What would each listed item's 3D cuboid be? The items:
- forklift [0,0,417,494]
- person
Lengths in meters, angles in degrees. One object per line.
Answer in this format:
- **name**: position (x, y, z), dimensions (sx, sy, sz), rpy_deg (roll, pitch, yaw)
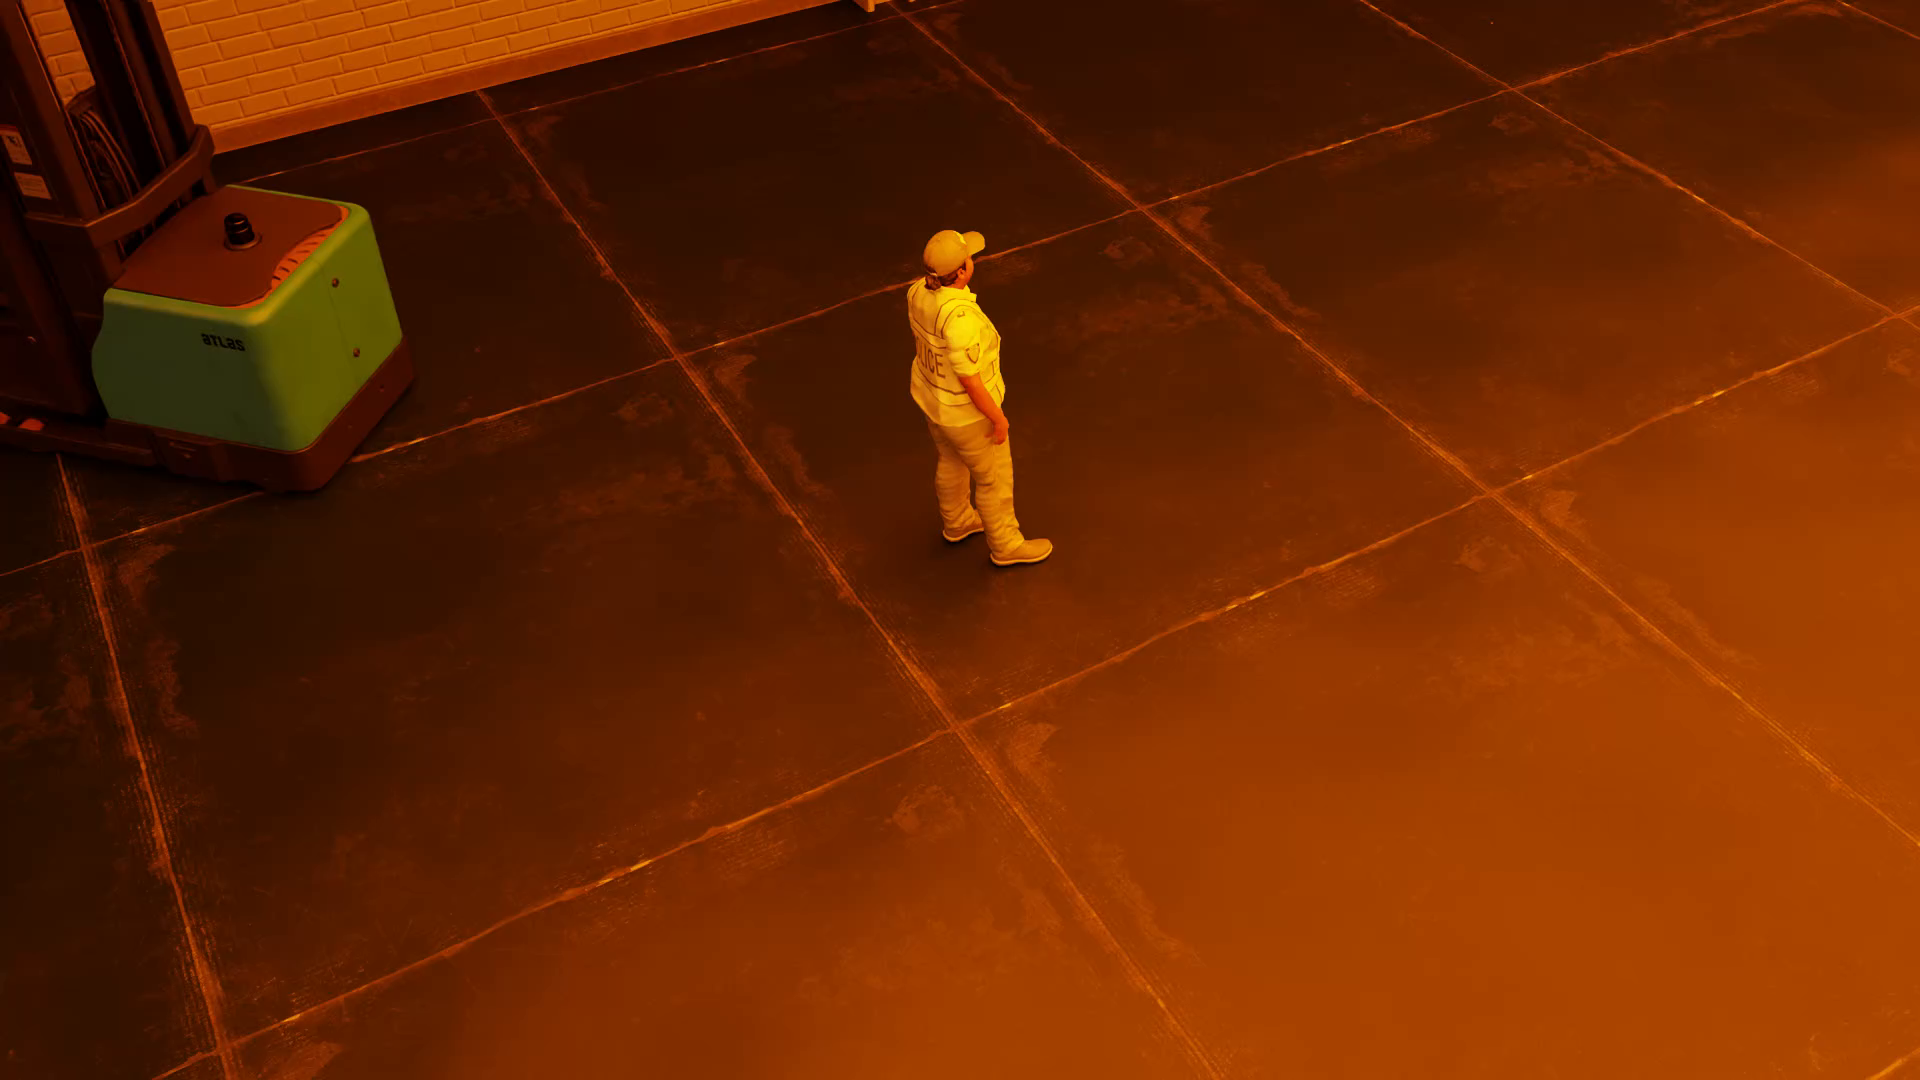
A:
- **forklift**: position (-4.410, -1.852, 7.694), dimensions (3.031, 2.935, 1.130), rpy_deg (10, 44, 11)
- **person**: position (0.078, -0.628, 7.295), dimensions (0.529, 1.670, 0.598), rpy_deg (-21, 47, -21)
